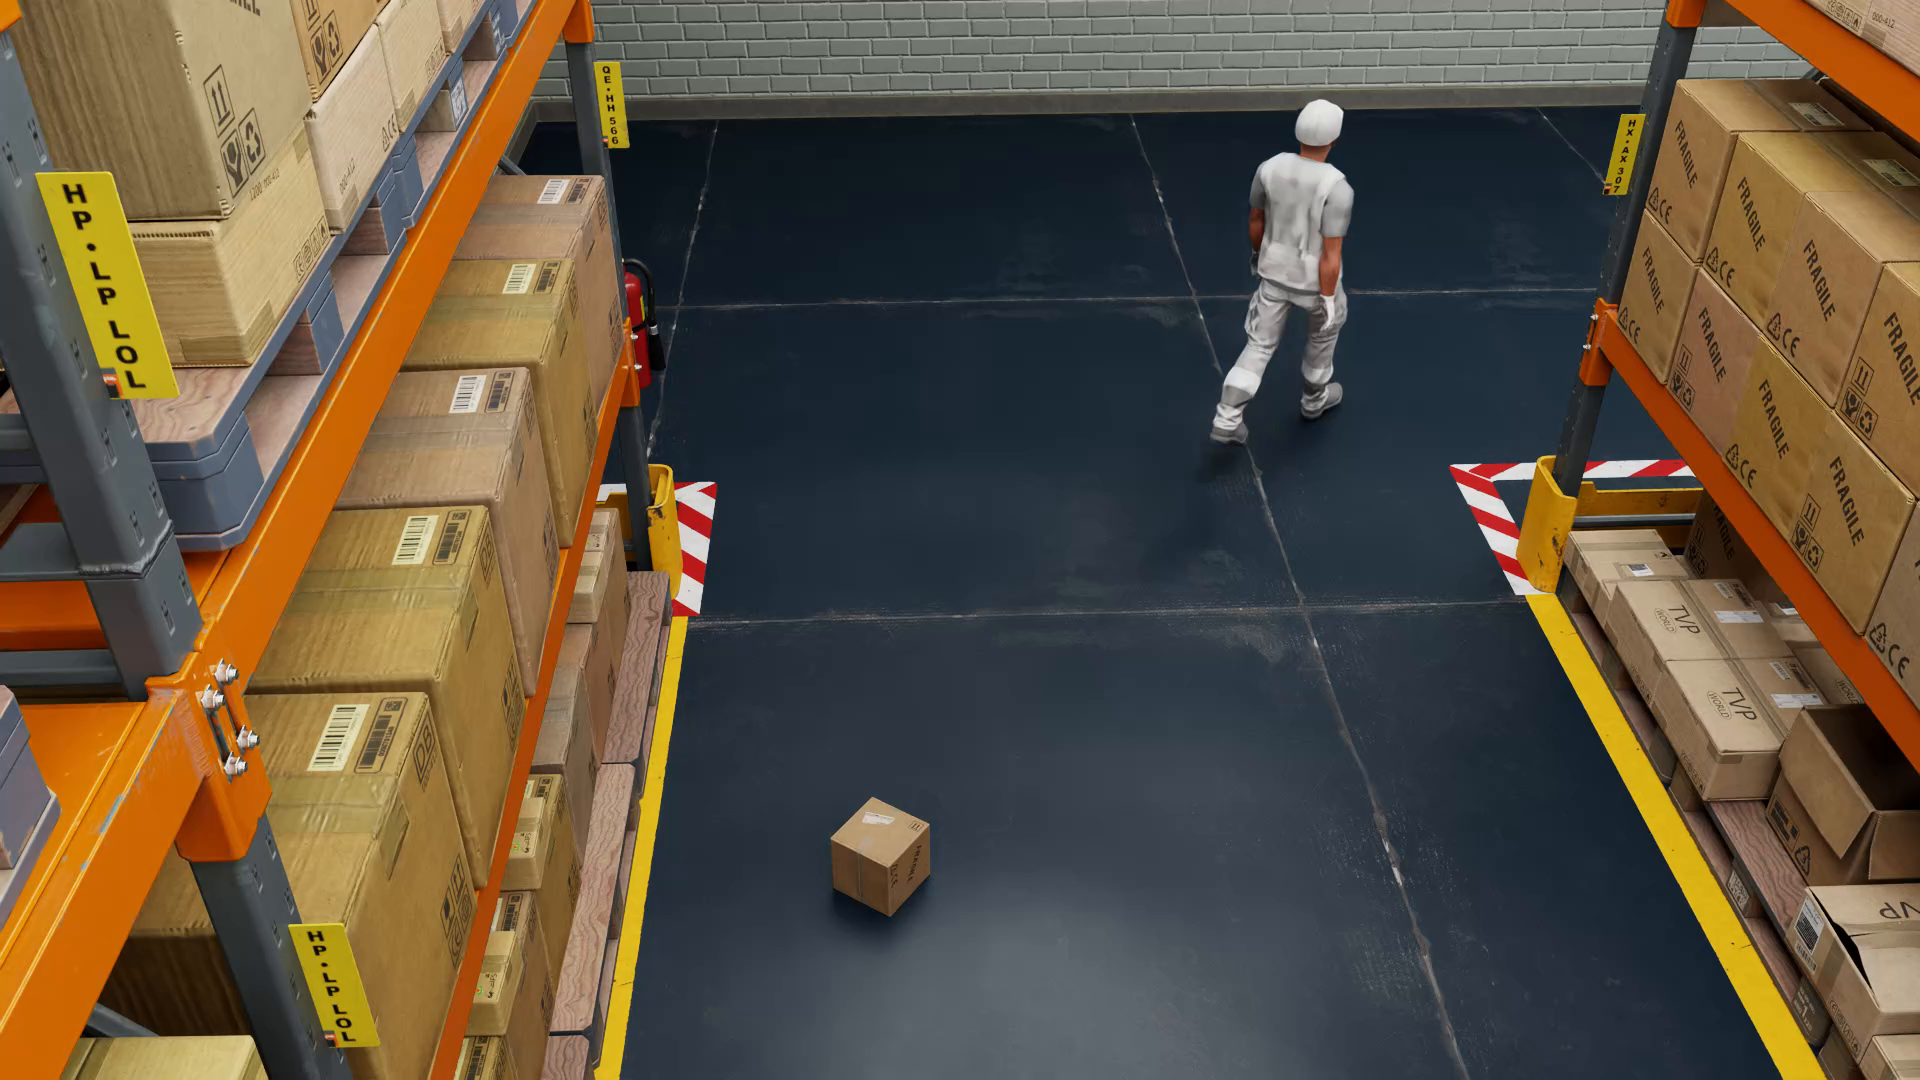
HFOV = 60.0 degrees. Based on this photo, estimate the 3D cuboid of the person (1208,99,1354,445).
[{"bbox_3d":[1.595,-1.265,7.940,0.581,1.754,1.012,23,41,29],"label":"person"}]
